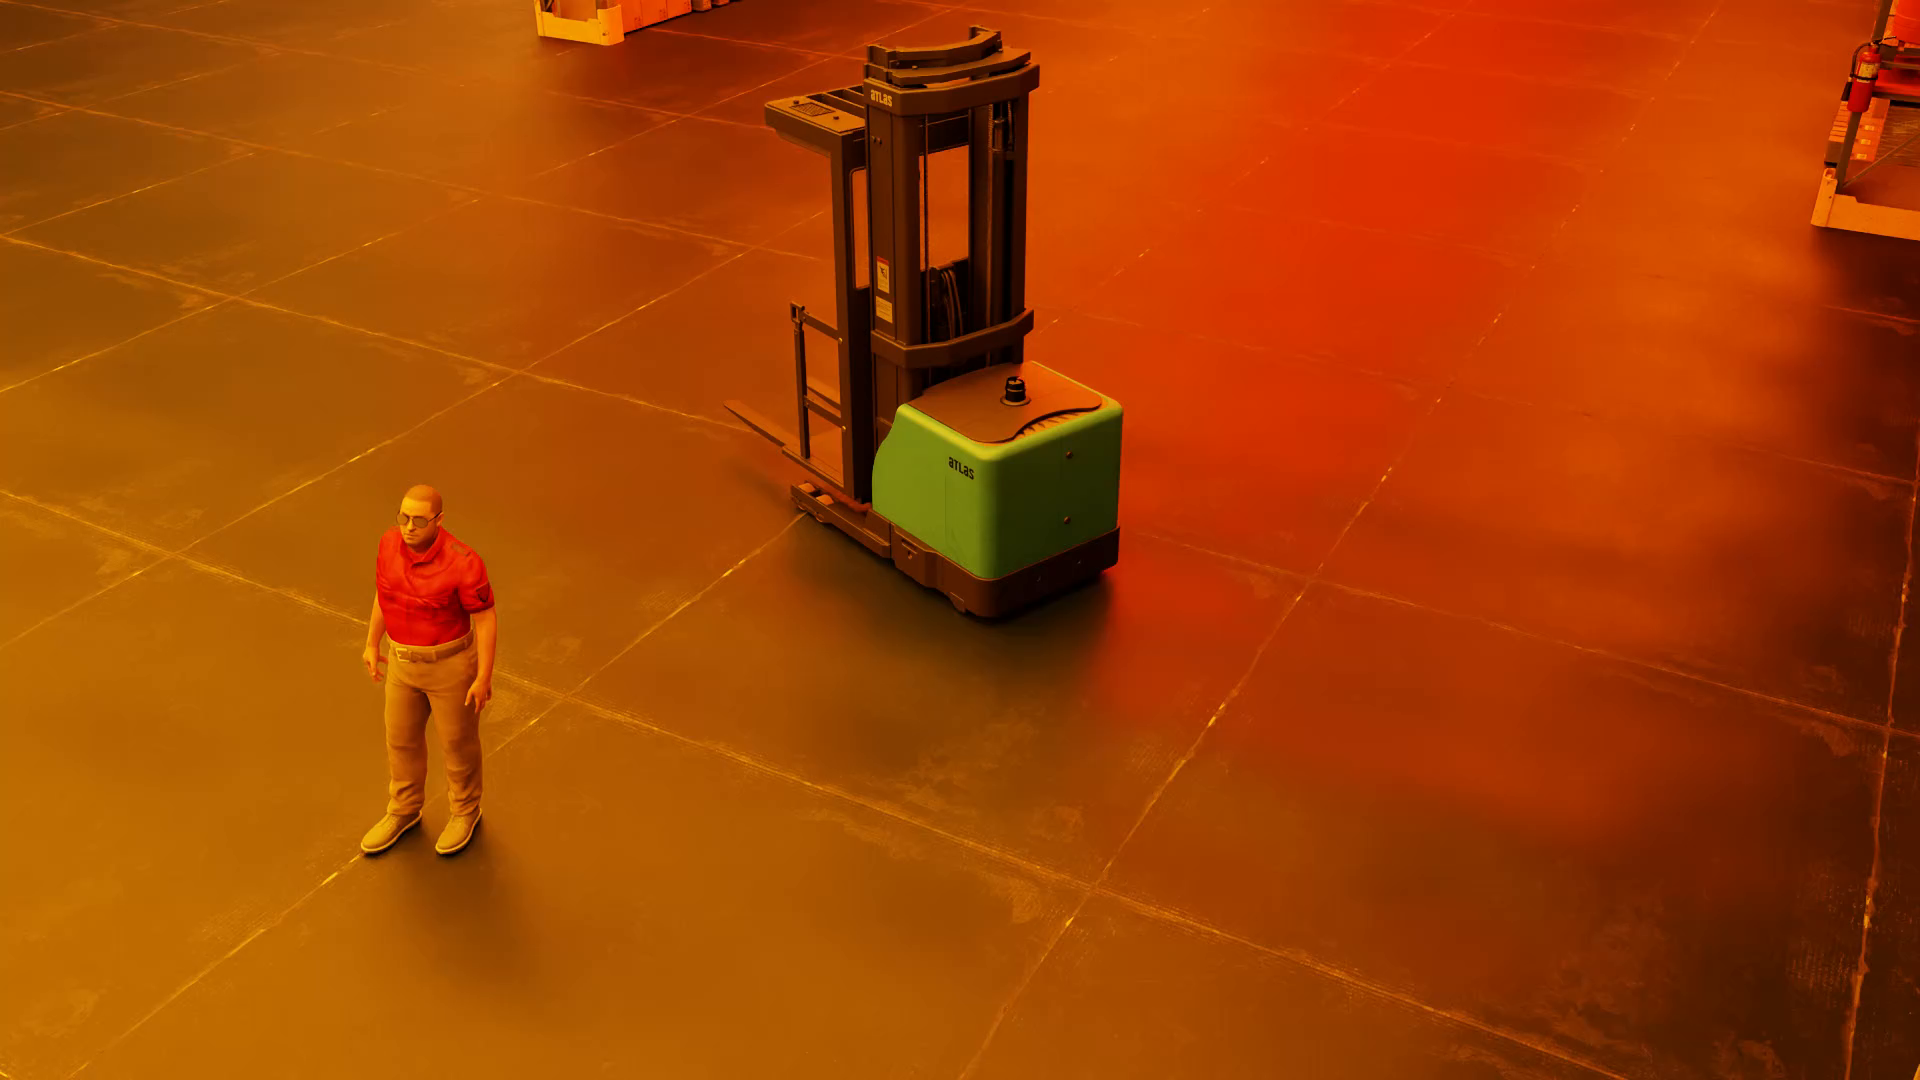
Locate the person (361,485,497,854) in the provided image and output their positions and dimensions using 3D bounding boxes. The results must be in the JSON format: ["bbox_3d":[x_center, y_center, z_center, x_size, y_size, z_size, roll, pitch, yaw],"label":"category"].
[{"bbox_3d":[-2.347,0.592,7.232,0.640,1.727,0.551,10,32,17],"label":"person"}]

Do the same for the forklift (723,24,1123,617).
[{"bbox_3d":[-0.392,-1.515,9.696,1.130,2.935,3.031,-22,36,-33],"label":"forklift"}]
